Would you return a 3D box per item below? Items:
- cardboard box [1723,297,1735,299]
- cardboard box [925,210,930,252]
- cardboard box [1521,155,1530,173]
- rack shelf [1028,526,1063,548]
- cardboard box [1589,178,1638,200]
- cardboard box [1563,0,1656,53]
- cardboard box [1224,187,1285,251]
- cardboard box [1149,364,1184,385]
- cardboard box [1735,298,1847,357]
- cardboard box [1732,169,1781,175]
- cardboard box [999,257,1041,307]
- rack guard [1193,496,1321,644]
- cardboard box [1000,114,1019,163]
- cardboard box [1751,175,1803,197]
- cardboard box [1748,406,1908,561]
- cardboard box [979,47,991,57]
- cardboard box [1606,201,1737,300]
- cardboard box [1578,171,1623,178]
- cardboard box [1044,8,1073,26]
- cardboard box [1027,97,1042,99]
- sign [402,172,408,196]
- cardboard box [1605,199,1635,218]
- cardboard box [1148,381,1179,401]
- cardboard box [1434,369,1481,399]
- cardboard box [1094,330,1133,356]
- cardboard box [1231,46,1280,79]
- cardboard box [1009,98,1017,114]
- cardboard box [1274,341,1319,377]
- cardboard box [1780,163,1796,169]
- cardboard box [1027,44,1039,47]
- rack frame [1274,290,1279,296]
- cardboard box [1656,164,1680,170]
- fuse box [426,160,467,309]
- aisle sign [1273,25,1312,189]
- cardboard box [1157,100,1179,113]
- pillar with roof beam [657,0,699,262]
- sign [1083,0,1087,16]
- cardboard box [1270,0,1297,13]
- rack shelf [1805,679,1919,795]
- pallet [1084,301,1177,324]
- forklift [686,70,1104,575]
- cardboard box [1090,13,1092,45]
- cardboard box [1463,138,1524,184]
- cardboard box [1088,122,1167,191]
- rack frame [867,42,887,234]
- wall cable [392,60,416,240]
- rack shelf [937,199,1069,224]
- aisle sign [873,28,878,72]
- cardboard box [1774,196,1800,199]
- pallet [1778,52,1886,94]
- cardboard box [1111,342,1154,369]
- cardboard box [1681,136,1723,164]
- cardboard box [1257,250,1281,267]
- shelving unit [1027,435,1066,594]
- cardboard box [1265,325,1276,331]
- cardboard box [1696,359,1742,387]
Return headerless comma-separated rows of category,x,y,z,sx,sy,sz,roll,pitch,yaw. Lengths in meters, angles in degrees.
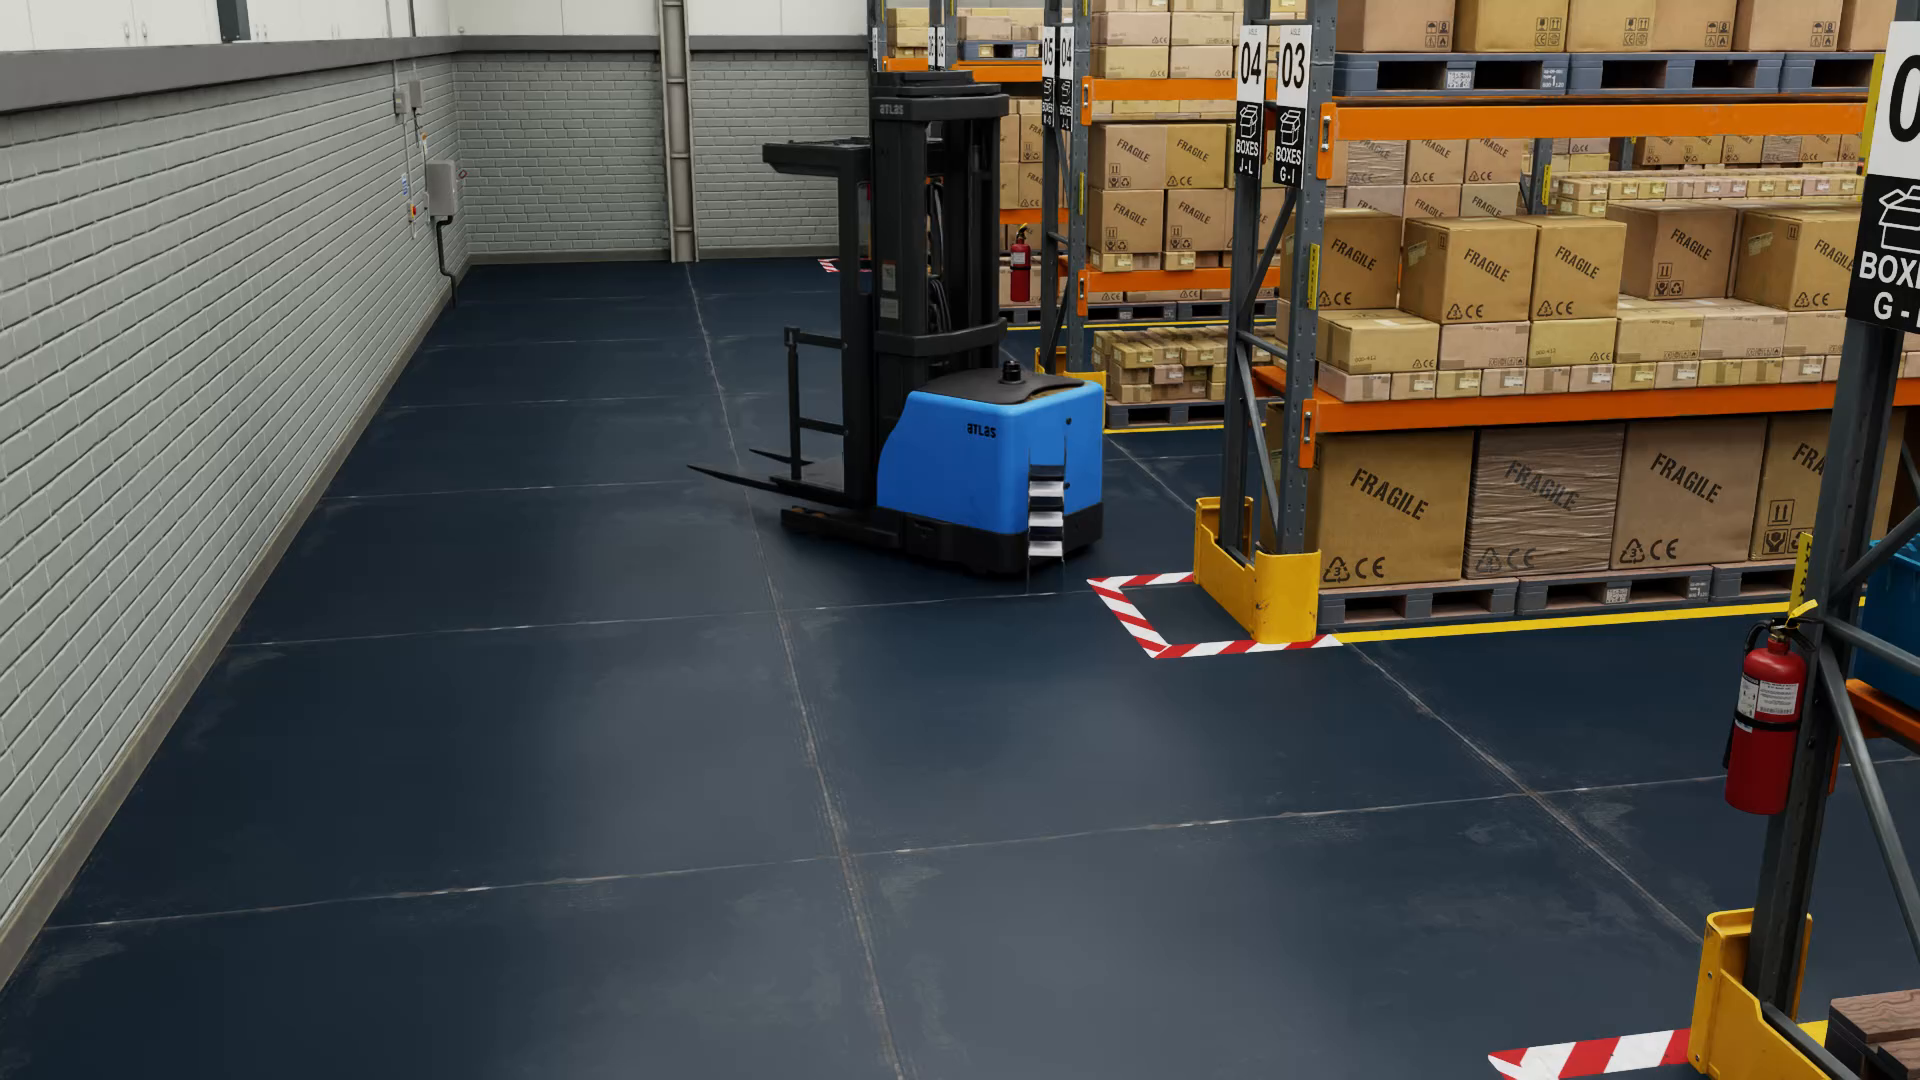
cardboard box,4.622,-1.363,9.889,0.500,0.250,0.500,-3,17,-11
cardboard box,-0.512,-4.348,23.396,0.637,0.503,0.797,-4,18,-13
cardboard box,6.241,-4.352,19.276,0.500,0.250,0.500,-4,17,-12
rack shelf,0.509,-0.031,9.791,0.200,0.077,0.258,1,18,5
cardboard box,5.527,-2.976,14.093,0.250,0.149,0.380,-3,17,-9
cardboard box,3.269,-2.860,8.851,0.500,0.500,0.700,-4,18,-14
cardboard box,2.350,-2.678,13.745,0.500,0.500,0.500,-3,17,-10
cardboard box,1.696,-1.416,13.947,0.250,0.149,0.380,-3,17,-11
cardboard box,4.731,-1.210,9.391,0.500,0.250,0.500,-3,17,-9
cardboard box,7.187,-3.264,15.030,0.250,0.149,0.380,-2,17,-8
cardboard box,0.444,-2.945,18.939,0.875,0.438,0.875,-4,17,-12
rack guard,1.671,0.150,9.473,0.348,0.500,1.175,-3,17,-10
cardboard box,0.340,-4.374,18.069,0.500,0.500,0.500,-4,17,-12
cardboard box,7.044,-3.062,14.371,0.250,0.149,0.380,-2,17,-8
cardboard box,4.959,-0.441,10.041,0.875,0.875,0.875,-3,17,-10
cardboard box,0.254,-6.631,22.611,0.250,0.149,0.380,-3,17,-11
cardboard box,4.108,-1.690,9.676,0.500,0.500,0.500,-4,17,-12
cardboard box,5.655,-3.177,14.747,0.250,0.149,0.380,-4,17,-12
cardboard box,1.351,-7.146,22.757,0.500,0.250,0.500,-3,17,-9
cardboard box,0.866,-4.879,18.609,0.250,0.149,0.380,-3,17,-9
sign,-5.768,-3.694,17.271,0.001,0.218,0.327,-3,17,-10
cardboard box,5.509,-2.832,14.129,0.250,0.149,0.380,-4,17,-12
cardboard box,1.670,-1.295,14.059,0.250,0.149,0.380,-3,17,-11
cardboard box,2.609,-0.880,8.996,0.250,0.149,0.380,-4,17,-12
cardboard box,1.325,-1.707,14.387,0.250,0.149,0.380,-3,17,-10
cardboard box,2.363,-3.856,13.404,0.500,0.250,0.500,-4,17,-12
cardboard box,0.460,-4.714,18.073,0.250,0.149,0.380,-3,17,-9
cardboard box,1.982,-1.041,9.520,0.250,0.149,0.380,-3,17,-9
cardboard box,9.861,-4.506,20.087,0.250,0.149,0.380,-4,17,-12
cardboard box,0.861,-6.879,22.739,0.500,0.250,0.500,-4,17,-11
rack frame,3.742,-4.126,19.136,0.127,3.000,1.000,-3,17,-10
cardboard box,8.308,-4.400,19.741,0.250,0.149,0.380,-4,18,-14
fuse box,-5.972,-3.580,19.554,0.414,1.711,0.539,-3,17,-10
aisle sign,1.681,-2.199,8.434,0.004,0.787,0.394,-3,17,-10
cardboard box,2.233,-4.800,18.353,0.250,0.149,0.380,-4,17,-12
pillar with roof beam,-3.132,-7.070,18.505,0.400,9.000,9.100,-3,17,-10
sign,0.956,-4.177,12.705,0.005,0.325,0.100,-3,17,-10
cardboard box,2.497,-4.275,13.236,0.250,0.149,0.380,-3,17,-9
rack shelf,4.598,0.614,4.930,4.000,0.370,1.077,-3,17,-10
pallet,1.780,-2.704,19.257,1.213,0.211,1.003,-3,17,-10
forklift,-0.555,-1.520,10.768,3.031,2.935,1.130,13,21,37
cardboard box,1.257,-4.182,13.614,0.500,0.250,0.500,-4,17,-12
cardboard box,4.370,-3.269,13.965,0.500,0.500,0.500,-4,17,-12
cardboard box,1.344,-3.098,13.411,0.500,0.500,0.500,-3,17,-11
rack frame,-1.131,-5.334,23.069,0.127,3.000,1.000,-3,17,-10
wall cable,-5.717,-4.083,17.213,0.123,1.953,0.585,-3,17,-10
rack shelf,1.778,-3.671,18.879,4.000,0.370,1.077,-3,17,-10
aisle sign,-1.142,-6.488,22.399,0.004,0.787,0.394,-3,17,-10
cardboard box,7.043,-2.919,14.413,0.250,0.149,0.380,-3,17,-9
pallet,4.817,-2.618,9.269,1.213,0.211,1.003,-3,17,-10
cardboard box,1.432,-1.535,13.829,0.250,0.149,0.380,-4,18,-13
cardboard box,8.666,-4.729,19.707,0.500,0.500,0.500,-2,17,-8
cardboard box,2.497,-2.379,13.875,0.250,0.149,0.380,-4,17,-12
shelving unit,0.509,-0.148,9.754,0.210,0.900,0.258,1,18,5
cardboard box,2.864,-1.788,14.651,0.250,0.149,0.380,-3,17,-10
cardboard box,4.123,-0.966,9.276,0.250,0.149,0.380,-4,17,-11
